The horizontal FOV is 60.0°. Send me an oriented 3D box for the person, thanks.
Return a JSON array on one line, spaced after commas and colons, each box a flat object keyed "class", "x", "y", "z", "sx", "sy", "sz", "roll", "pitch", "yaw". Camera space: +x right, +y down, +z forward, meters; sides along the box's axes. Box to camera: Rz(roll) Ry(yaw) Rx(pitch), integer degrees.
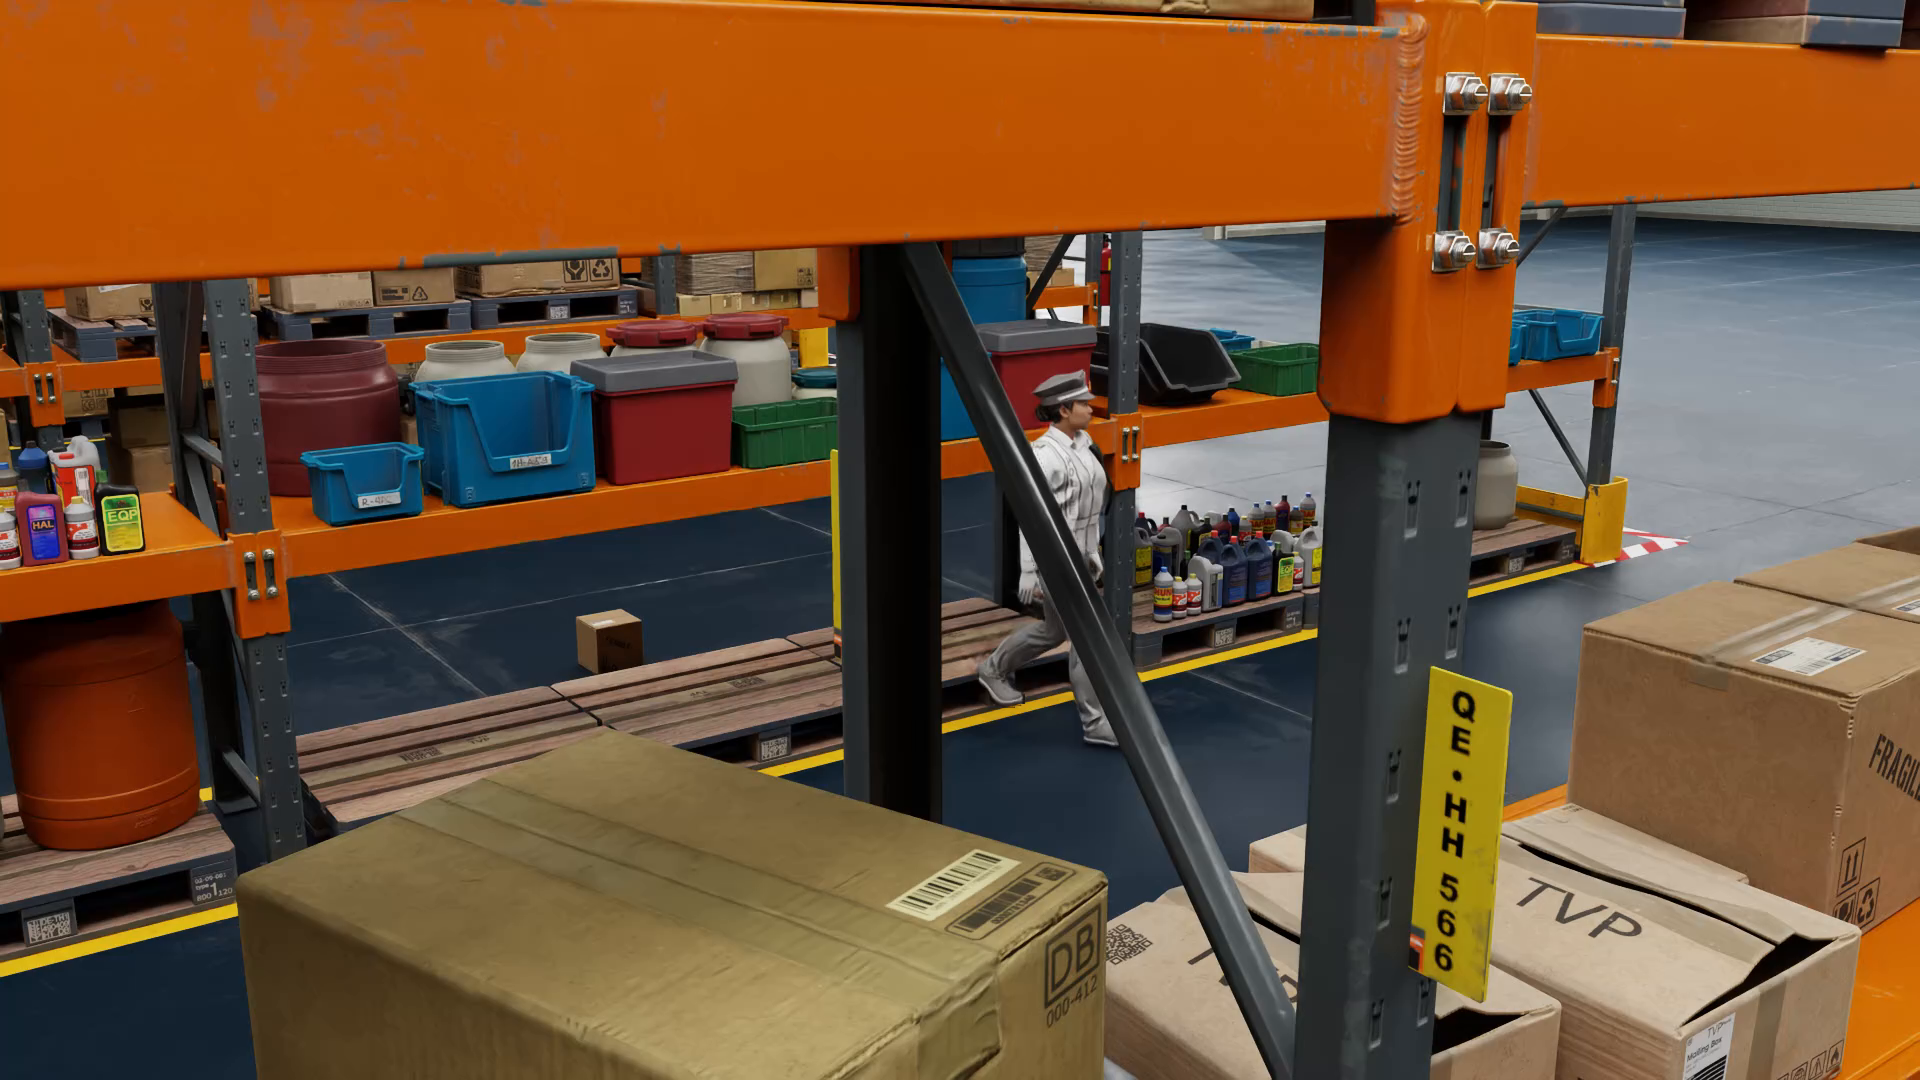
[{"class": "person", "x": 0.445, "y": 0.055, "z": 7.359, "sx": 0.906, "sy": 1.649, "sz": 0.499, "roll": 8, "pitch": 17, "yaw": 29}]
